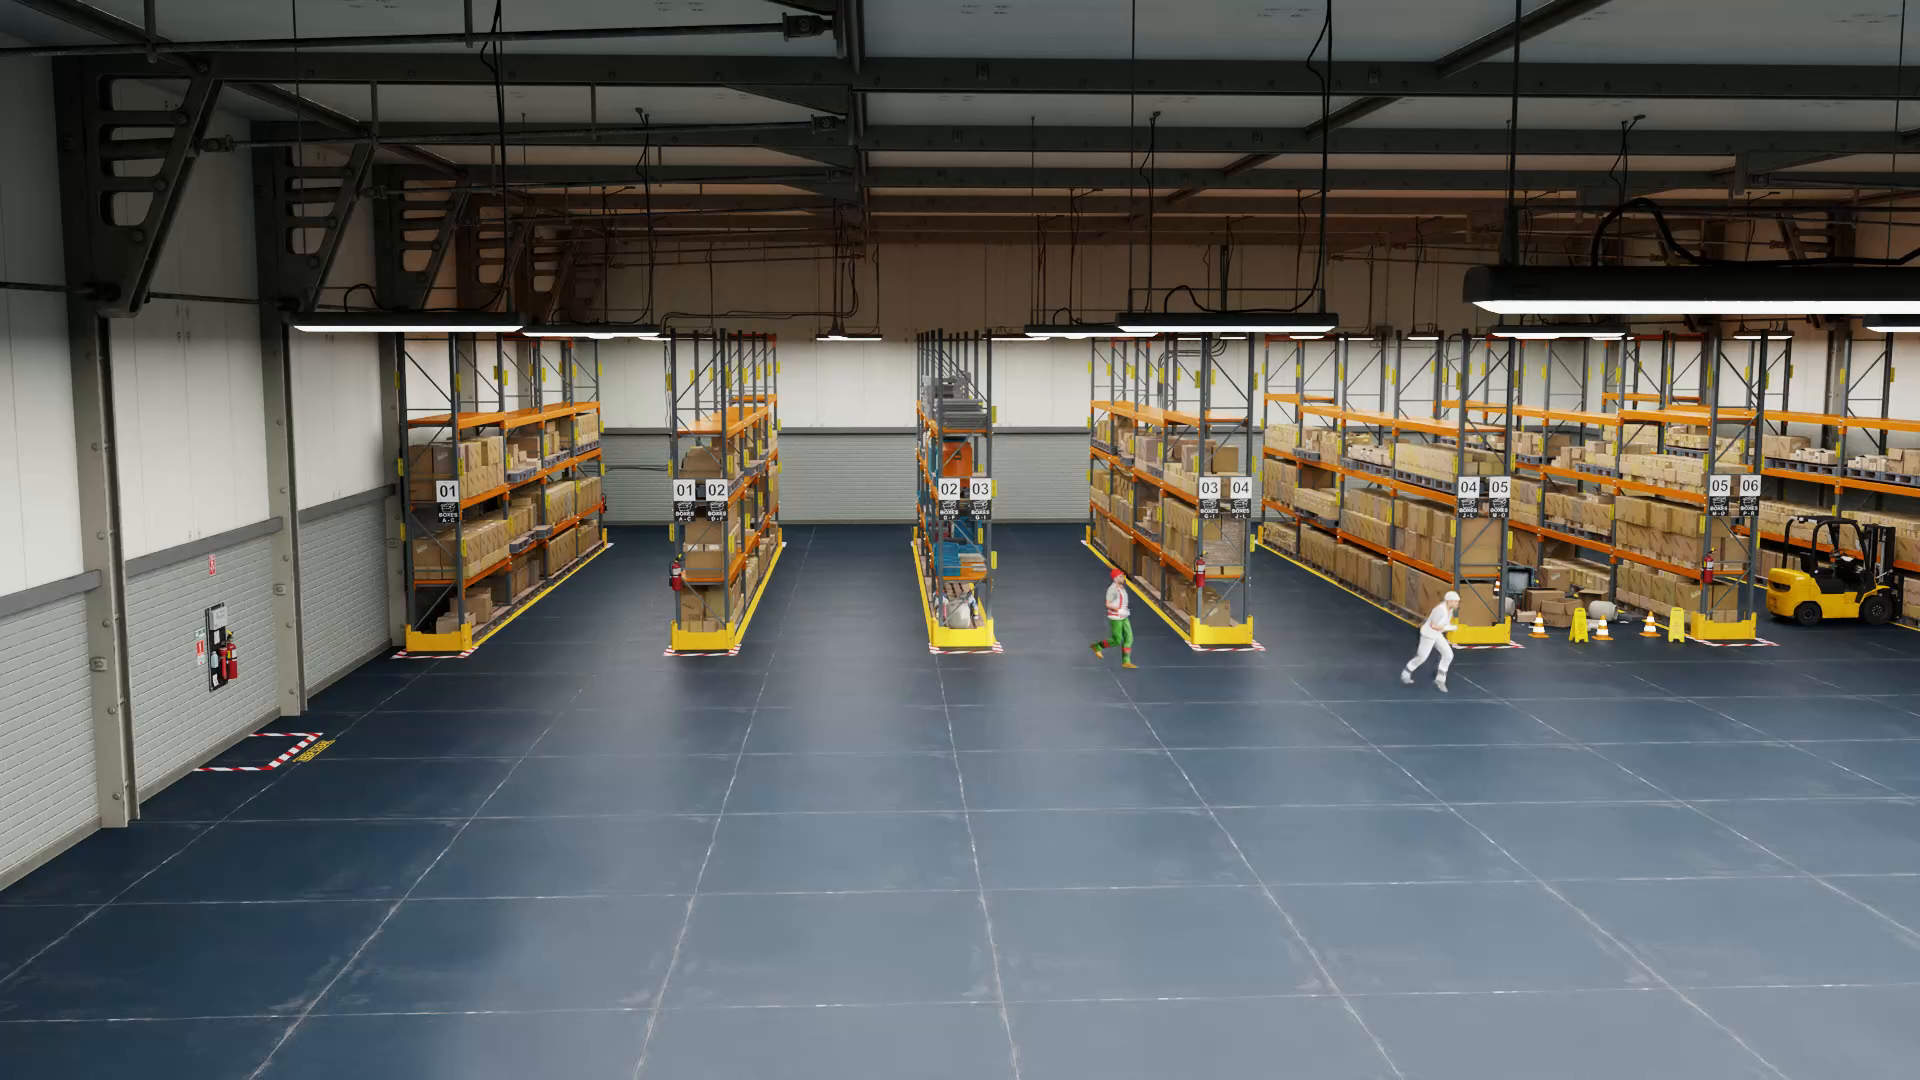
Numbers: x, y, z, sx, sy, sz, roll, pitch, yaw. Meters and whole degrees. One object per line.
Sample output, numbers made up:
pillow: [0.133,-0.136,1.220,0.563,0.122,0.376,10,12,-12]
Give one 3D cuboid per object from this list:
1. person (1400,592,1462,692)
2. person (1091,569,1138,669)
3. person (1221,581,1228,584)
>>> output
person: [7.820,1.671,27.594,1.014,1.719,0.705,6,9,40]
person: [2.756,1.385,29.460,0.873,1.772,0.666,4,8,28]
person: [6.308,0.157,39.999,0.704,1.748,0.828,-1,7,-6]
